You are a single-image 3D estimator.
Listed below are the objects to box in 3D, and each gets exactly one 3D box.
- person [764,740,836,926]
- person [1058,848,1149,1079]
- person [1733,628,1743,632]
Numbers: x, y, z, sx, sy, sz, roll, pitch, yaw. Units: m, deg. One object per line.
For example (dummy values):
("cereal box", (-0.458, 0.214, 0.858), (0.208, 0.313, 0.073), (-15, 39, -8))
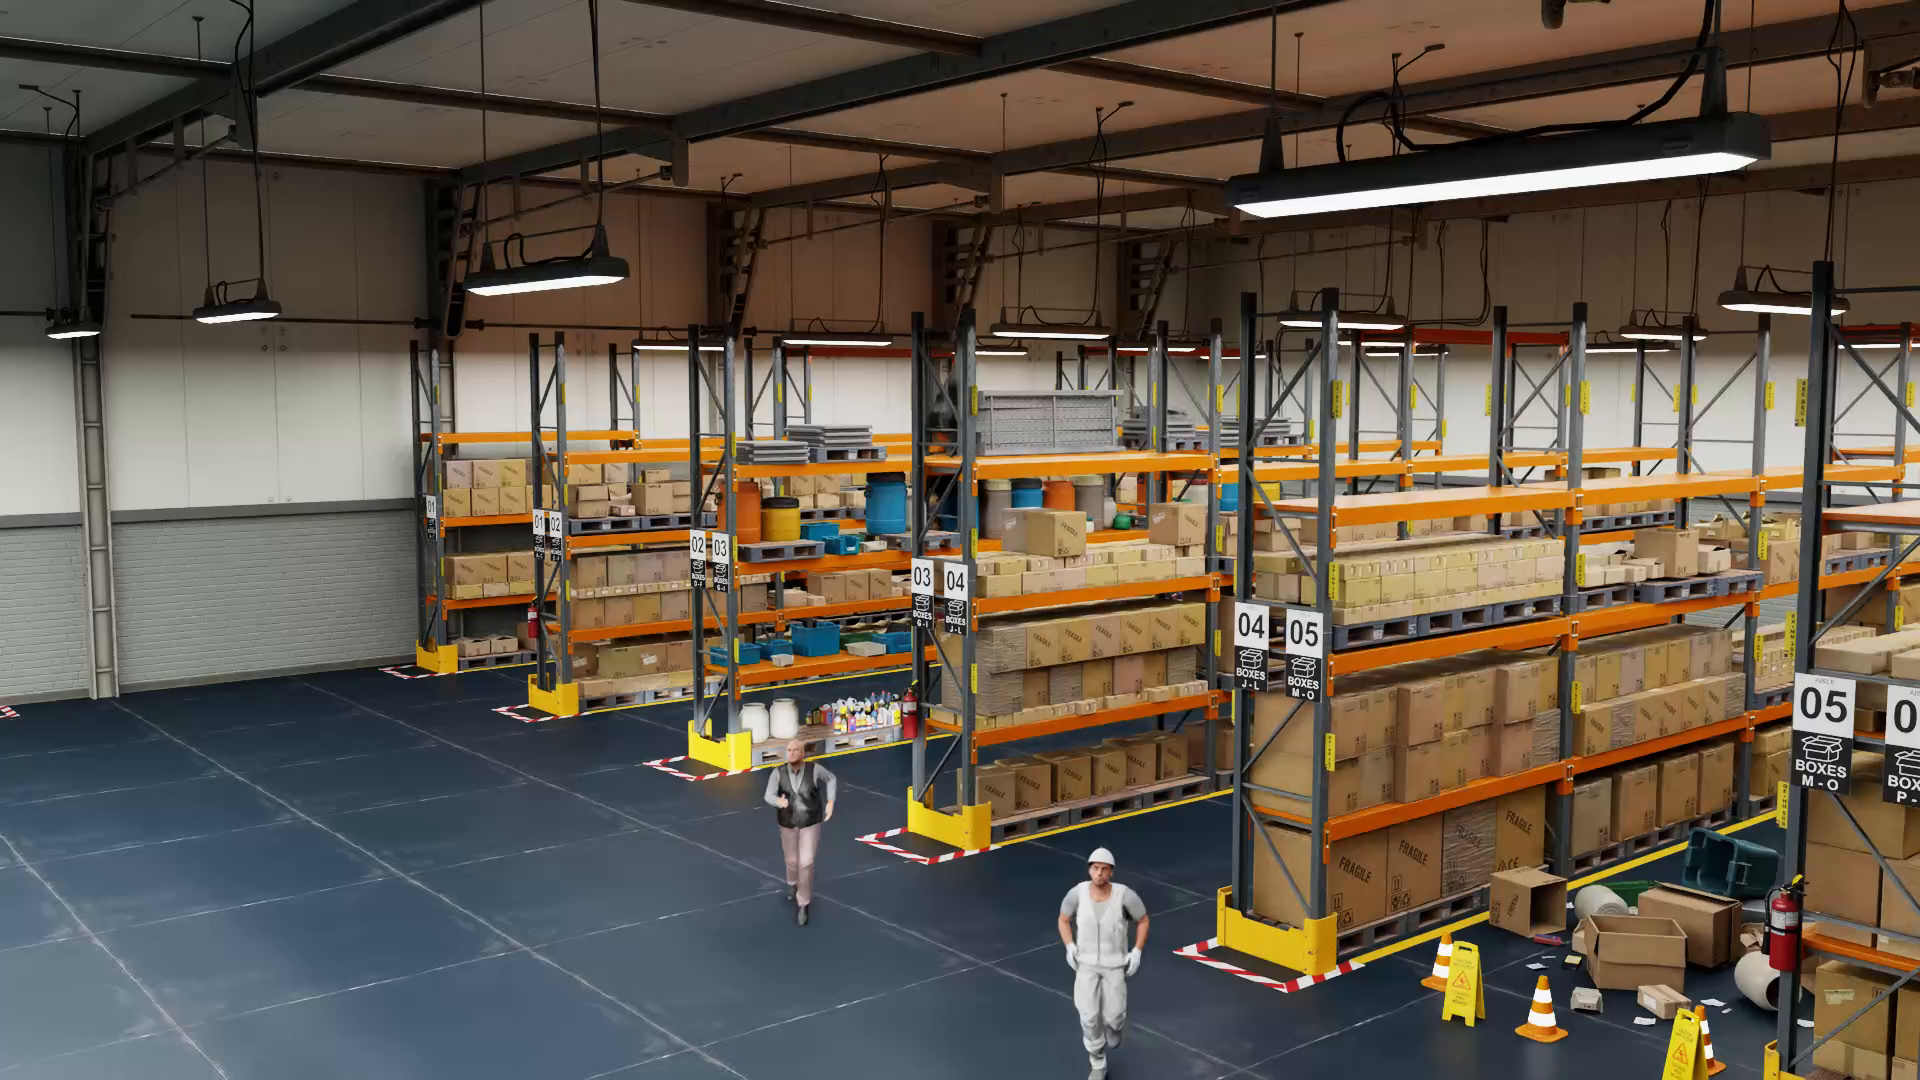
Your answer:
("person", (-1.558, 2.810, 16.256), (0.663, 1.771, 0.901), (0, 5, 5))
("person", (1.069, 3.149, 12.469), (0.686, 1.748, 0.633), (1, 5, 11))
("person", (11.396, 2.106, 24.234), (0.658, 1.686, 0.555), (-4, 7, -37))
